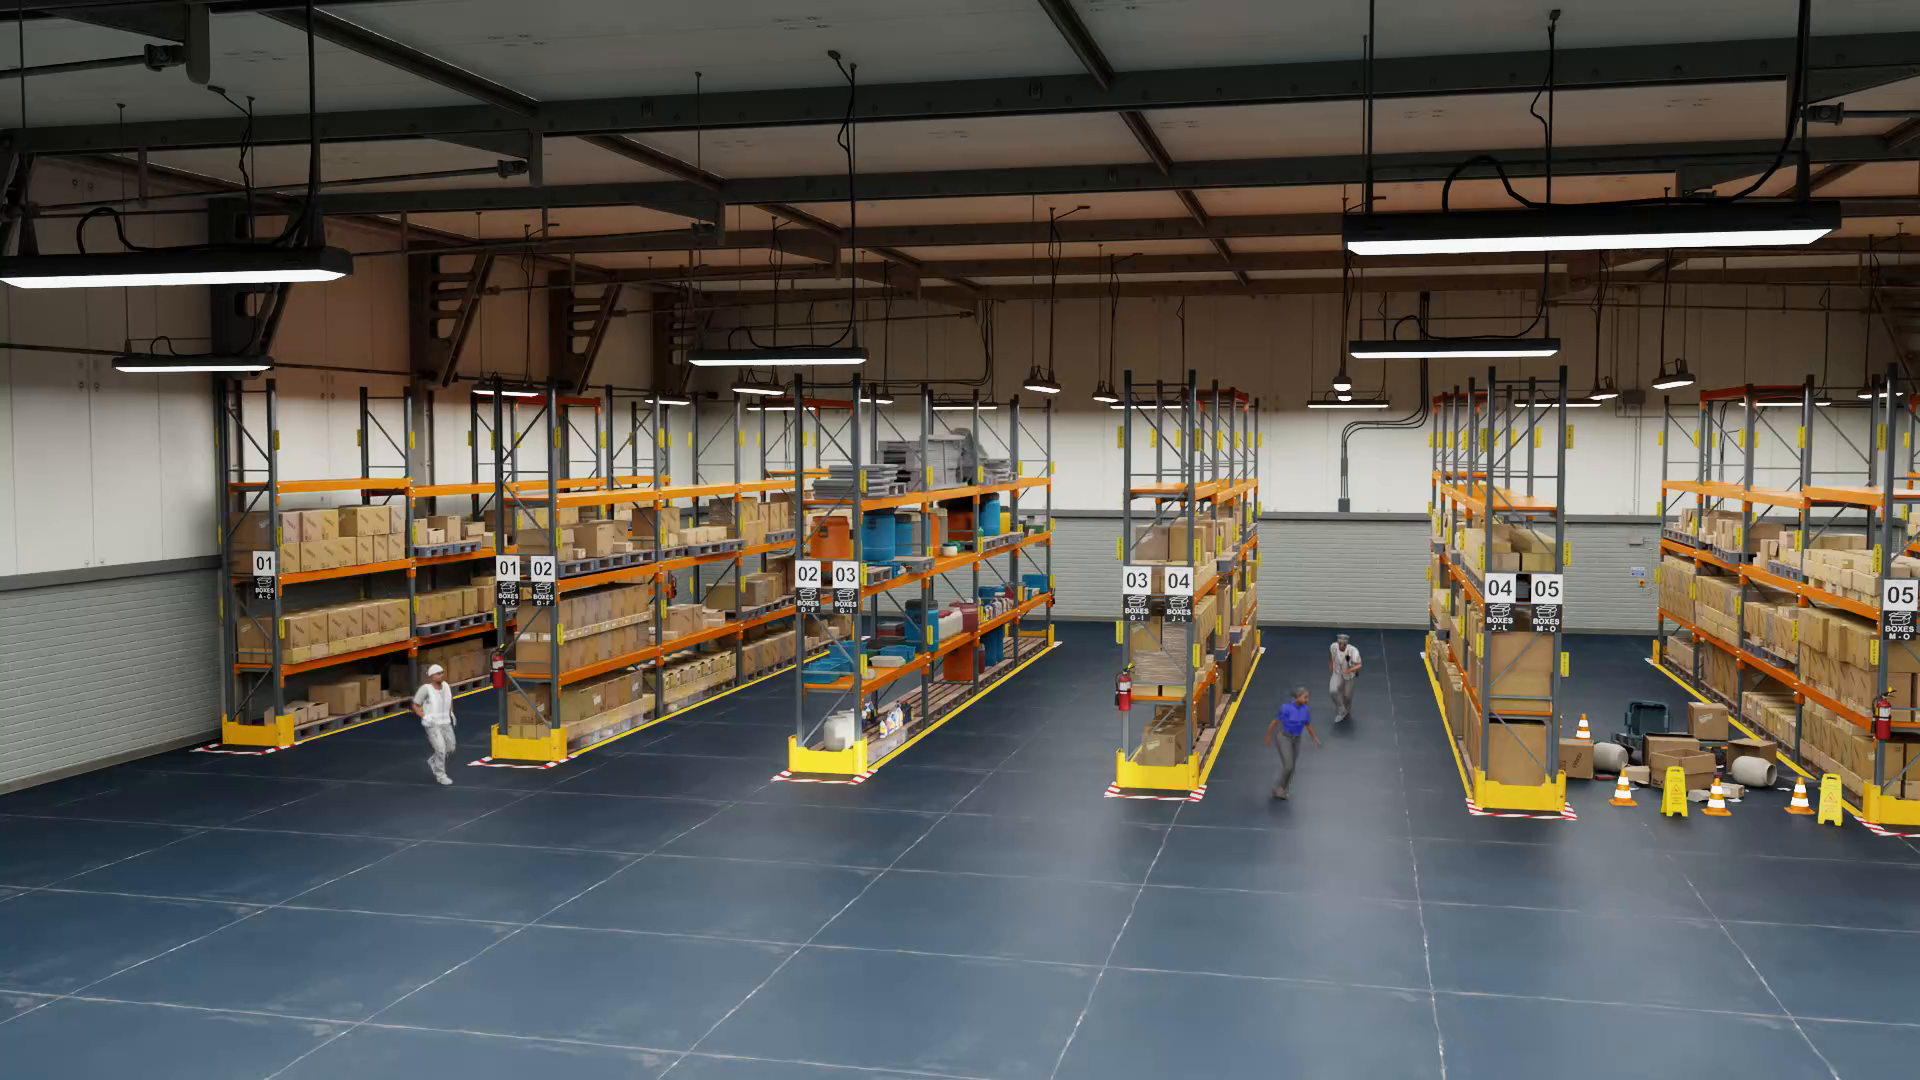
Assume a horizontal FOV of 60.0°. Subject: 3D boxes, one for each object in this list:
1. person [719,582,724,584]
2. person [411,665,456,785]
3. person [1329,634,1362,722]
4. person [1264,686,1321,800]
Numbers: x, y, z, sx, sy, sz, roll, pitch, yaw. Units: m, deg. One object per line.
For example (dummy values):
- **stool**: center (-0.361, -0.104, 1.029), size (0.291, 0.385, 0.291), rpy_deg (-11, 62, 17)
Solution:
- **person**: center (-5.654, 1.795, 39.986), size (0.677, 1.613, 0.858), rpy_deg (0, 3, 2)
- **person**: center (-7.672, 2.682, 24.214), size (0.611, 1.751, 0.711), rpy_deg (2, 4, 35)
- **person**: center (6.891, 2.428, 29.714), size (0.648, 1.572, 1.115), rpy_deg (2, 4, 24)
- **person**: center (4.612, 2.819, 23.067), size (0.574, 1.614, 0.687), rpy_deg (-2, 4, -31)
